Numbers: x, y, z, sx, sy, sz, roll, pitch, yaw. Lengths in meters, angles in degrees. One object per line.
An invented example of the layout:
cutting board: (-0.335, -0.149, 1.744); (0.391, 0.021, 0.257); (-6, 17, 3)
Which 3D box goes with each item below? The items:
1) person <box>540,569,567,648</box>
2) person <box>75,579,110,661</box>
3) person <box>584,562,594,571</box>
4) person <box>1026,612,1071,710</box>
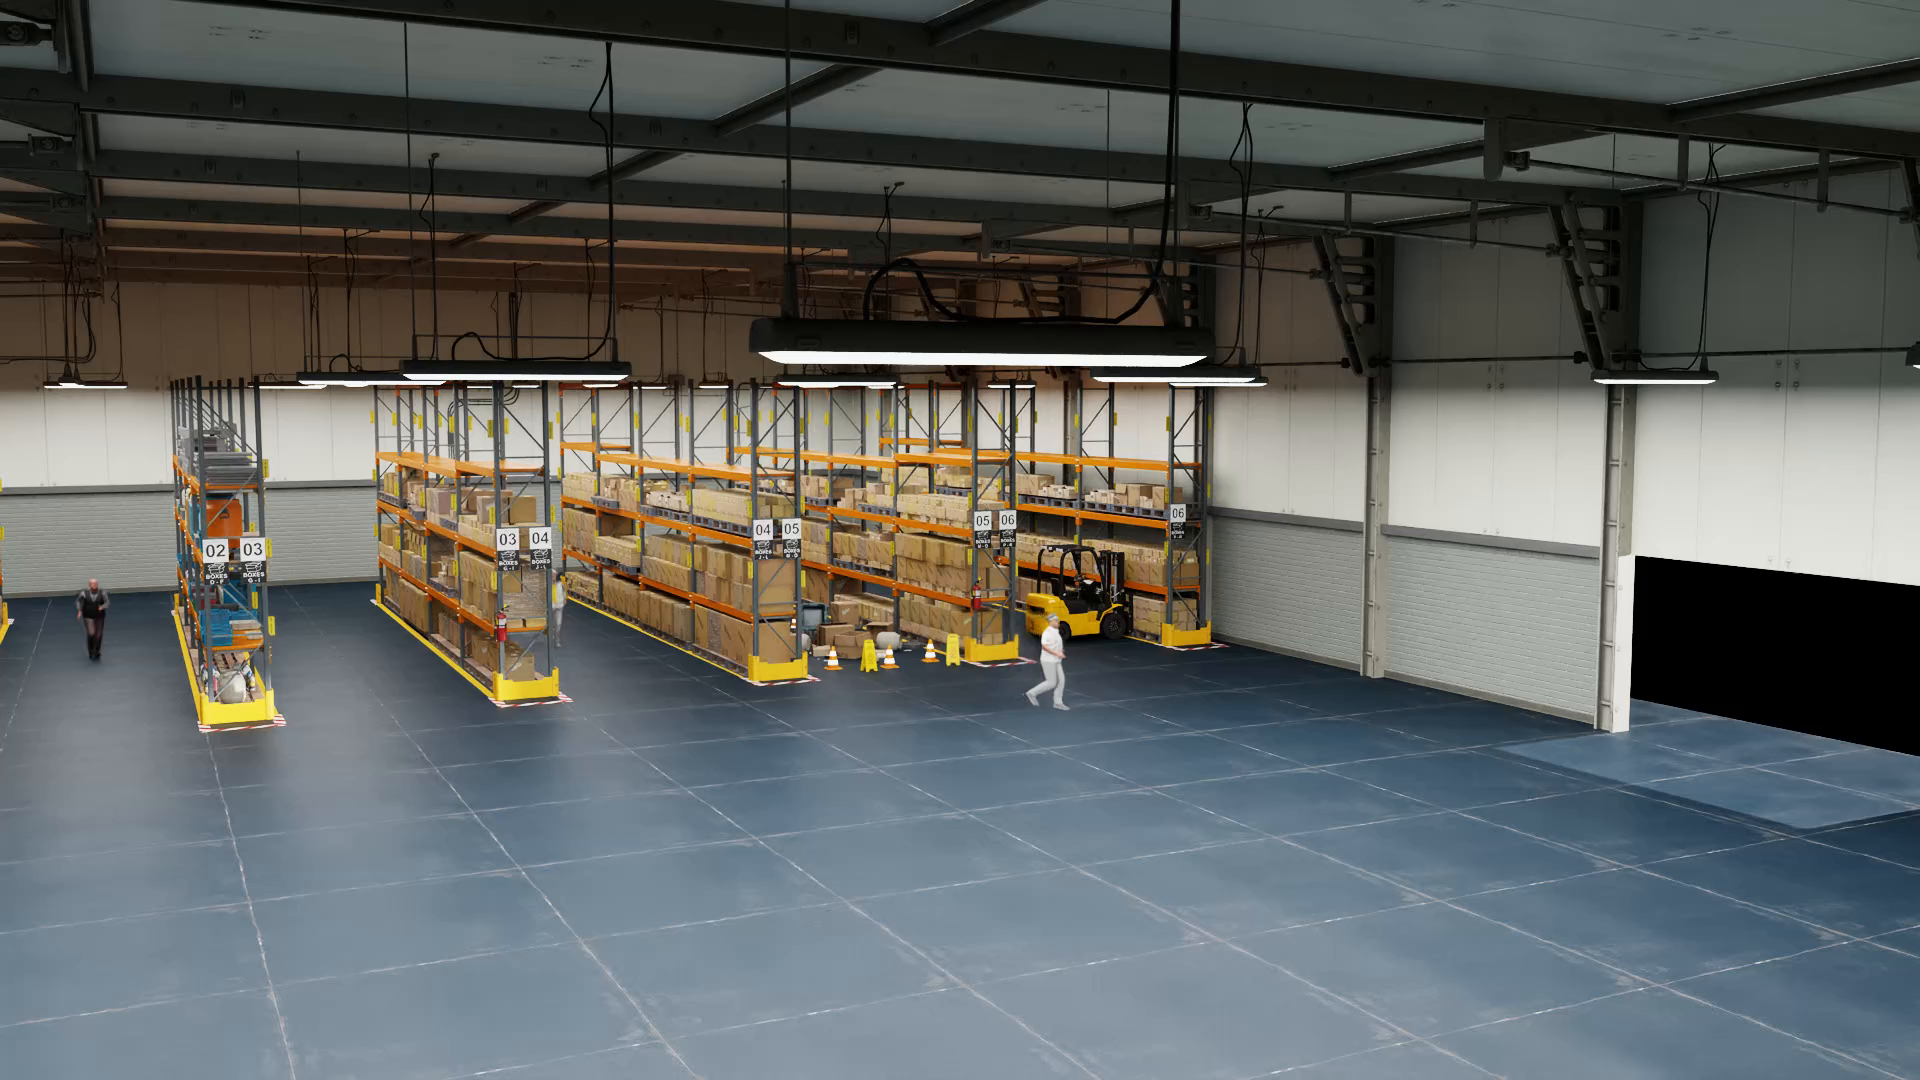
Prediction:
person: (-9.187, 1.524, 37.550); (0.669, 1.769, 0.821); (-3, 6, -32)
person: (-18.533, 1.707, 35.603); (0.623, 1.748, 0.811); (-4, 6, -37)
person: (-10.934, 0.502, 49.035); (0.555, 1.703, 0.763); (2, 5, 22)
person: (1.638, 2.183, 30.023); (0.744, 1.786, 0.689); (2, 5, 17)
